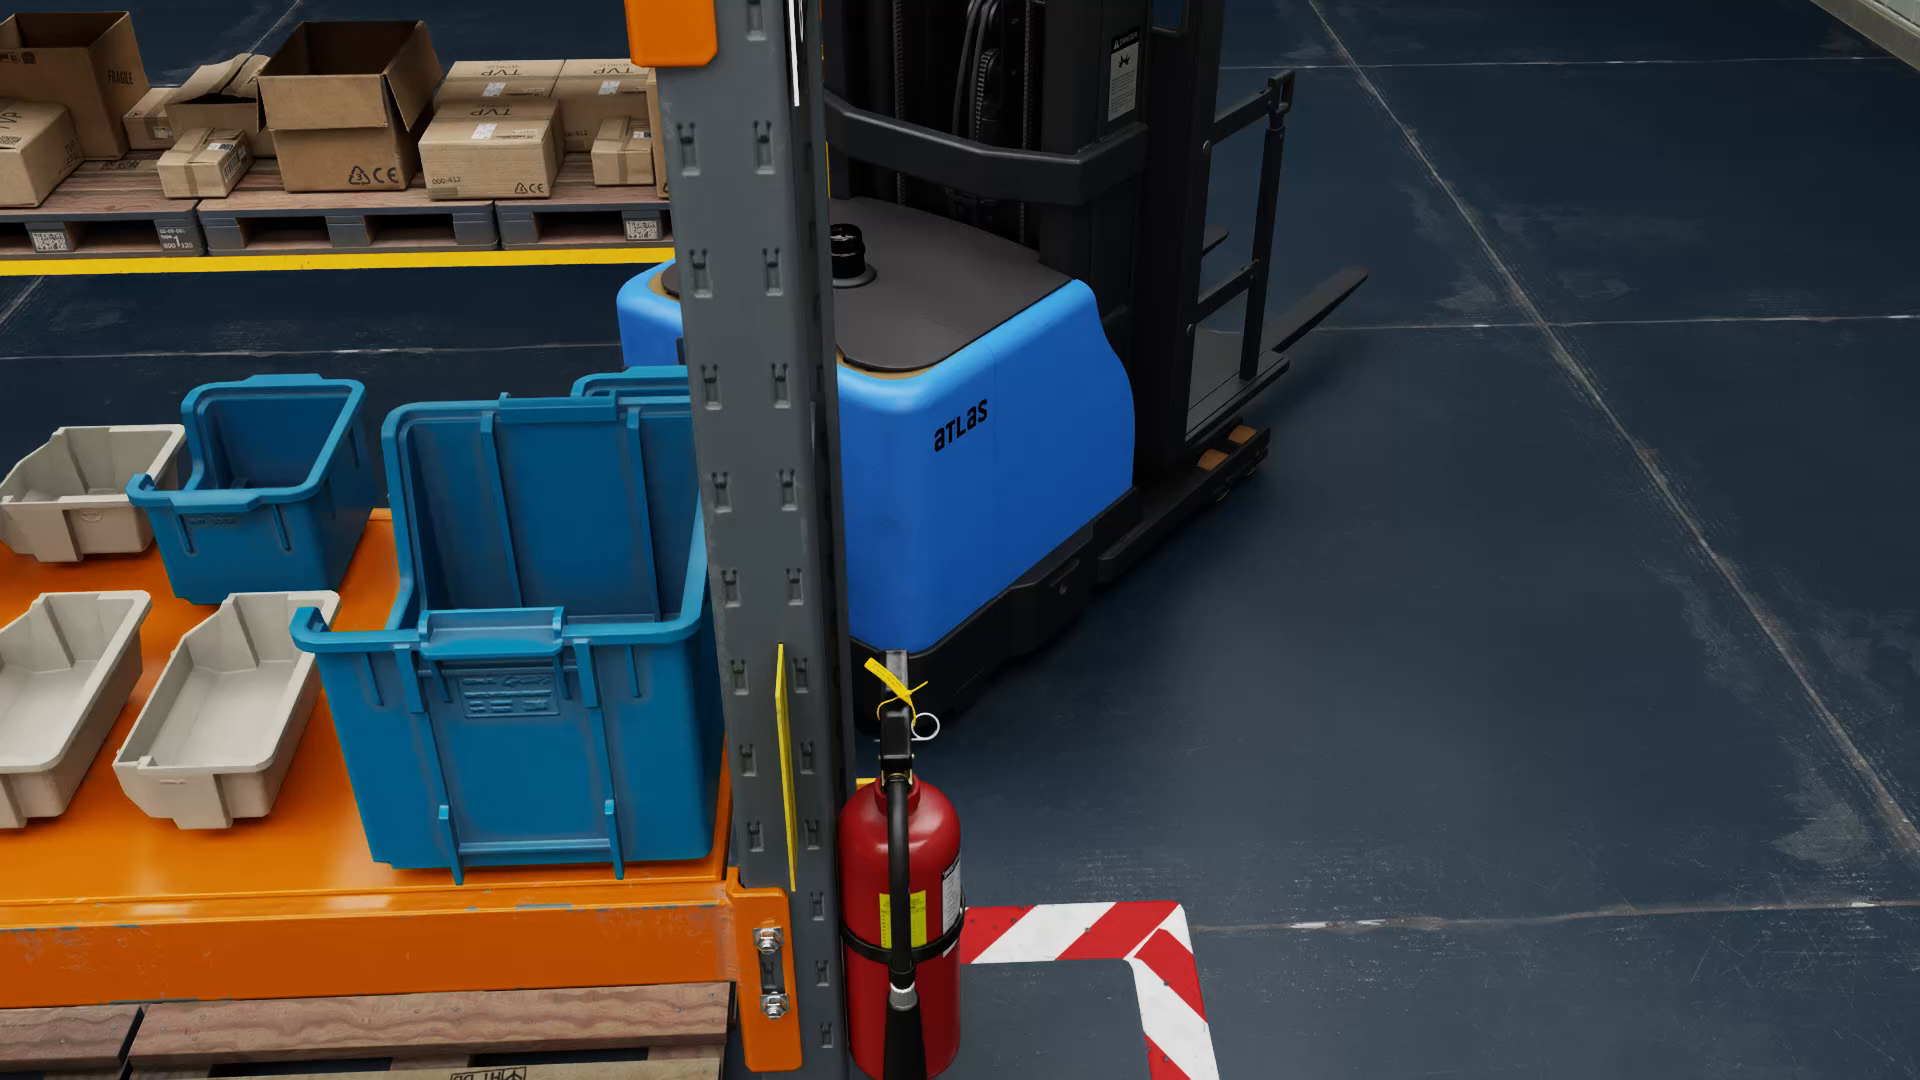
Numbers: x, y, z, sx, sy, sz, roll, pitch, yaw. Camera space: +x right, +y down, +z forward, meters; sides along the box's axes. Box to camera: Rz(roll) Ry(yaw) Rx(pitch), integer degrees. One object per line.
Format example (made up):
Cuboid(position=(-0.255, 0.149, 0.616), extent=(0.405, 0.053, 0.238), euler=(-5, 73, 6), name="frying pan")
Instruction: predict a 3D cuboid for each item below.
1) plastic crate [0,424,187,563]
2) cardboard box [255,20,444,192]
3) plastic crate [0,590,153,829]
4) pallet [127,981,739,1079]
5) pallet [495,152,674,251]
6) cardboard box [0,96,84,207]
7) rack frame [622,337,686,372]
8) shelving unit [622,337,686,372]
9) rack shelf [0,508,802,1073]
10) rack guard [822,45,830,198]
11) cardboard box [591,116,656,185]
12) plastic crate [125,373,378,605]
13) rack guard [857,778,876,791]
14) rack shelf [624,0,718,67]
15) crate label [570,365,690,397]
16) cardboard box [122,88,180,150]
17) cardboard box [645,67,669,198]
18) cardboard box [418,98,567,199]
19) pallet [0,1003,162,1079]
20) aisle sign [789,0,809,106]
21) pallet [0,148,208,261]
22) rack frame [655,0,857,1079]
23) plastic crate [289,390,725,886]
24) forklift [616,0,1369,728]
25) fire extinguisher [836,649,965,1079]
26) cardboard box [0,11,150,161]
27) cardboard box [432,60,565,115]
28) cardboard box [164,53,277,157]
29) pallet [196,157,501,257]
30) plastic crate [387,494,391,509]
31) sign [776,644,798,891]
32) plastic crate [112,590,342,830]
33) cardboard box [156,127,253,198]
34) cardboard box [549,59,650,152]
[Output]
Cuboid(position=(-1.520, -0.076, 2.904), extent=(0.298, 0.136, 0.250), euler=(-2, 35, -2), name="plastic crate")
Cuboid(position=(-2.606, -1.875, 7.131), extent=(0.637, 0.503, 0.797), euler=(-2, 35, -2), name="cardboard box")
Cuboid(position=(-1.352, 0.249, 2.434), extent=(0.243, 0.136, 0.396), euler=(-2, 35, -2), name="plastic crate")
Cuboid(position=(-1.081, 1.187, 3.349), extent=(1.213, 0.211, 1.003), euler=(-2, 35, -2), name="pallet")
Cuboid(position=(-1.359, -1.604, 7.383), extent=(1.213, 0.211, 1.003), euler=(-2, 35, -2), name="pallet")
Cuboid(position=(-4.053, -1.631, 6.947), extent=(0.500, 0.311, 0.500), euler=(-2, 35, -2), name="cardboard box")
Cuboid(position=(-0.751, -0.027, 4.367), extent=(0.008, 1.050, 0.200), euler=(23, 41, 29), name="rack frame")
Cuboid(position=(-0.653, 0.014, 4.307), extent=(0.252, 1.050, 0.215), euler=(23, 41, 29), name="shelving unit")
Cuboid(position=(-2.254, 0.390, 2.683), extent=(4.000, 0.370, 1.077), euler=(-2, 35, -2), name="rack shelf")
Cuboid(position=(-0.563, -1.745, 7.333), extent=(0.348, 0.500, 1.175), euler=(-2, 35, -2), name="rack guard")
Cuboid(position=(-1.427, -1.677, 7.140), extent=(0.250, 0.166, 0.380), euler=(-2, 35, -2), name="cardboard box")
Cuboid(position=(-1.176, -0.078, 2.821), extent=(0.300, 0.233, 0.416), euler=(-2, 35, -2), name="plastic crate")
Cuboid(position=(-0.232, 1.060, 3.279), extent=(0.348, 0.500, 1.175), euler=(-2, 35, -2), name="rack guard")
Cuboid(position=(-2.254, -0.843, 1.829), extent=(4.000, 0.370, 1.077), euler=(-2, 35, -2), name="rack shelf")
Cuboid(position=(-0.518, -0.096, 2.847), extent=(0.303, 0.233, 0.416), euler=(-2, 35, -2), name="crate label")
Cuboid(position=(-3.555, -1.897, 7.474), extent=(0.250, 0.149, 0.380), euler=(-2, 35, -2), name="cardboard box")
Cuboid(position=(-1.018, -1.774, 6.987), extent=(0.500, 0.500, 0.500), euler=(-2, 35, -2), name="cardboard box")
Cuboid(position=(-1.968, -1.662, 7.046), extent=(0.500, 0.250, 0.500), euler=(-2, 35, -2), name="cardboard box")
Cuboid(position=(-2.297, 1.218, 3.304), extent=(1.213, 0.211, 1.003), euler=(-2, 35, -2), name="pallet")
Cuboid(position=(-0.170, -0.864, 1.578), extent=(0.004, 0.787, 0.394), euler=(-2, 35, -2), name="aisle sign")
Cuboid(position=(-3.796, -1.539, 7.288), extent=(1.213, 0.211, 1.003), euler=(-2, 35, -2), name="pallet")
Cuboid(position=(-0.256, 0.040, 2.556), extent=(0.127, 3.000, 1.000), euler=(-2, 35, -2), name="rack frame")
Cuboid(position=(-0.581, 0.116, 2.362), extent=(0.499, 0.435, 0.616), euler=(-2, 35, -2), name="plastic crate")
Cuboid(position=(0.378, -1.486, 4.822), extent=(1.130, 2.935, 3.031), euler=(24, 41, 30), name="forklift")
Cuboid(position=(-0.084, 0.480, 2.316), extent=(0.183, 0.674, 0.296), euler=(-2, 35, -2), name="fire extinguisher")
Cuboid(position=(-3.926, -1.997, 7.310), extent=(0.500, 0.500, 0.500), euler=(-2, 35, -2), name="cardboard box")
Cuboid(position=(-2.042, -1.945, 7.455), extent=(0.500, 0.250, 0.500), euler=(-2, 35, -2), name="cardboard box")
Cuboid(position=(-3.177, -1.940, 7.393), extent=(0.500, 0.311, 0.500), euler=(-2, 35, -2), name="cardboard box")
Cuboid(position=(-2.575, -1.573, 7.338), extent=(1.213, 0.211, 1.003), euler=(-2, 35, -2), name="pallet")
Cuboid(position=(-0.842, -0.095, 2.930), extent=(0.298, 0.136, 0.250), euler=(-2, 35, -2), name="plastic crate")
Cuboid(position=(-0.214, 0.286, 2.058), extent=(0.005, 0.325, 0.100), euler=(-2, 35, -2), name="sign")
Cuboid(position=(-1.062, 0.249, 2.433), extent=(0.243, 0.136, 0.396), euler=(-2, 35, -2), name="plastic crate")
Cuboid(position=(-3.189, -1.601, 7.030), extent=(0.250, 0.166, 0.380), euler=(-2, 35, -2), name="cardboard box")
Cuboid(position=(-1.543, -1.959, 7.474), extent=(0.500, 0.250, 0.500), euler=(-2, 35, -2), name="cardboard box")
